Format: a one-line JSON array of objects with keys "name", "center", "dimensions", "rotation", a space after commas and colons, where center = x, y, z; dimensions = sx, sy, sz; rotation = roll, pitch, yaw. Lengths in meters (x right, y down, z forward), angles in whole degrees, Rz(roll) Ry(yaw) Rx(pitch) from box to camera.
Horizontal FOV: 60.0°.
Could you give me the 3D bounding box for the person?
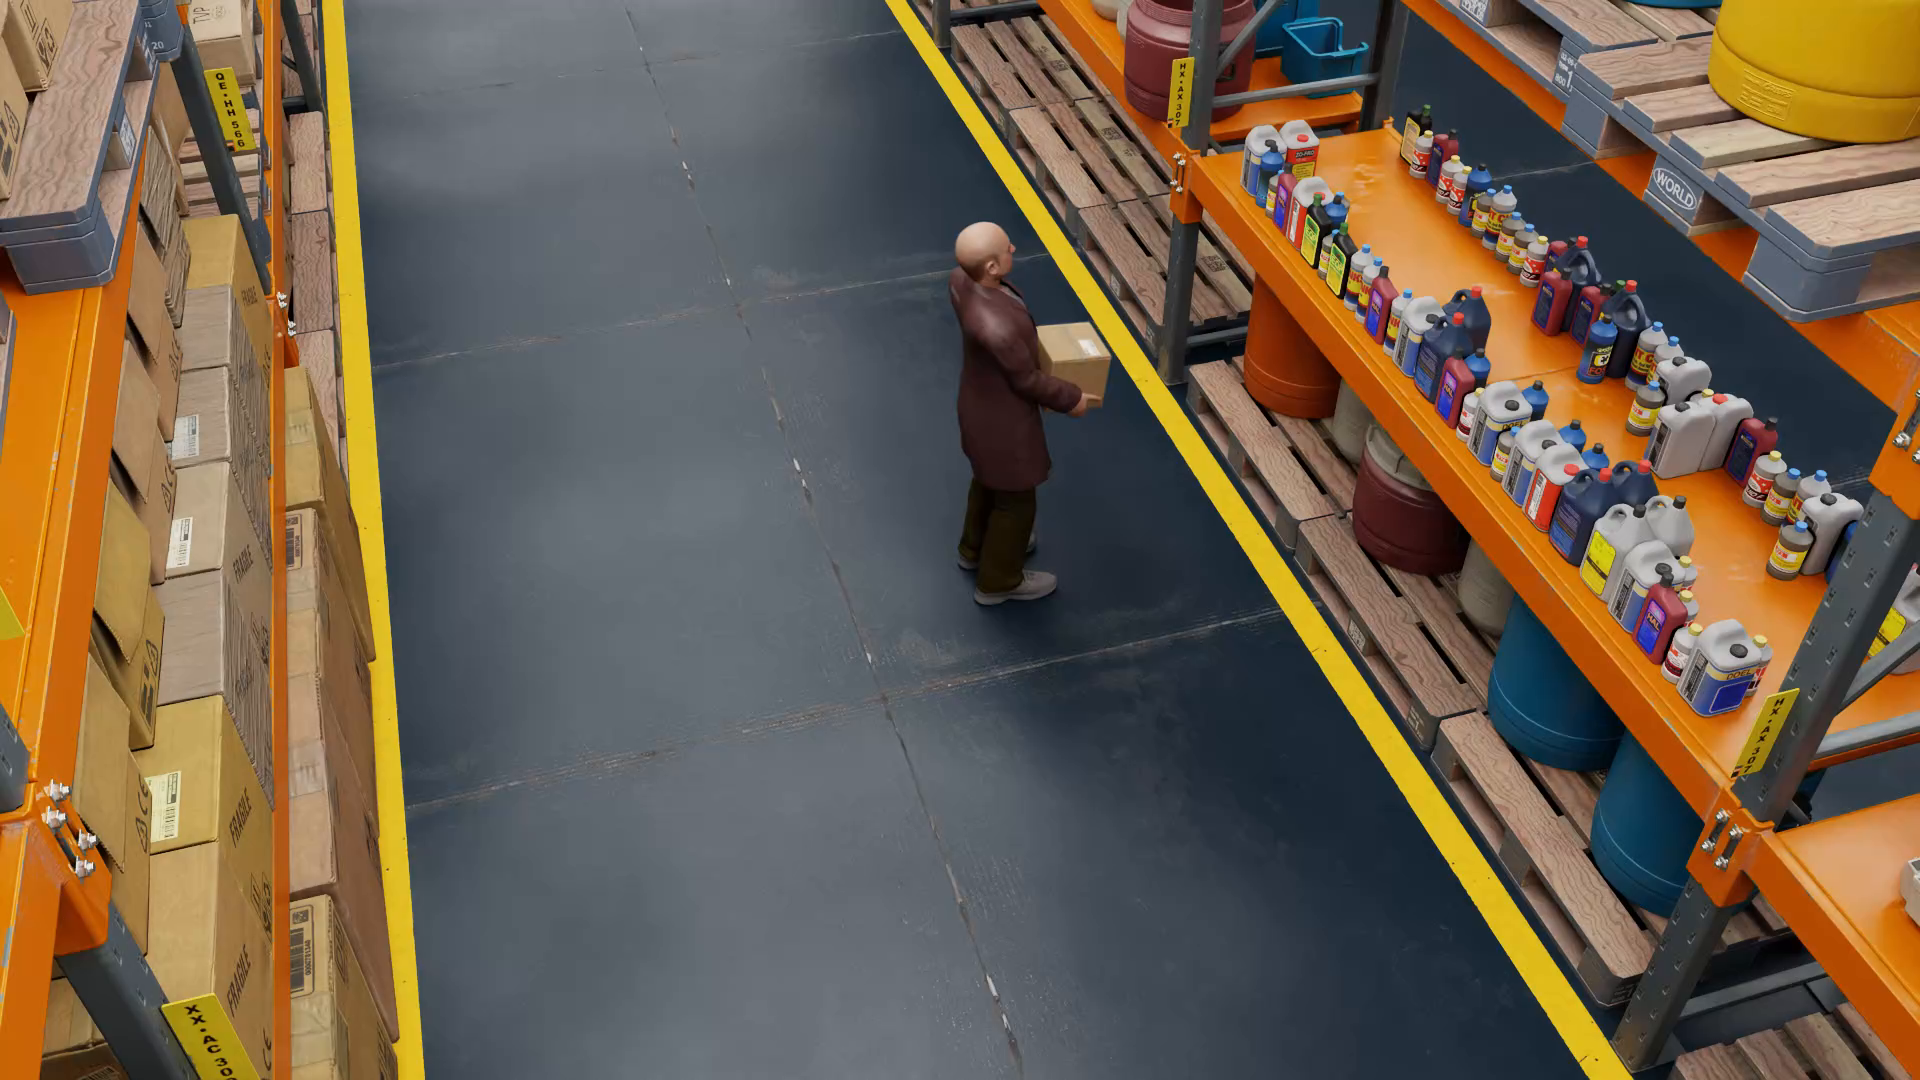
[{"name": "person", "center": [0.256, -0.528, 6.768], "dimensions": [0.562, 1.769, 0.530], "rotation": [-12, 43, -13]}]
